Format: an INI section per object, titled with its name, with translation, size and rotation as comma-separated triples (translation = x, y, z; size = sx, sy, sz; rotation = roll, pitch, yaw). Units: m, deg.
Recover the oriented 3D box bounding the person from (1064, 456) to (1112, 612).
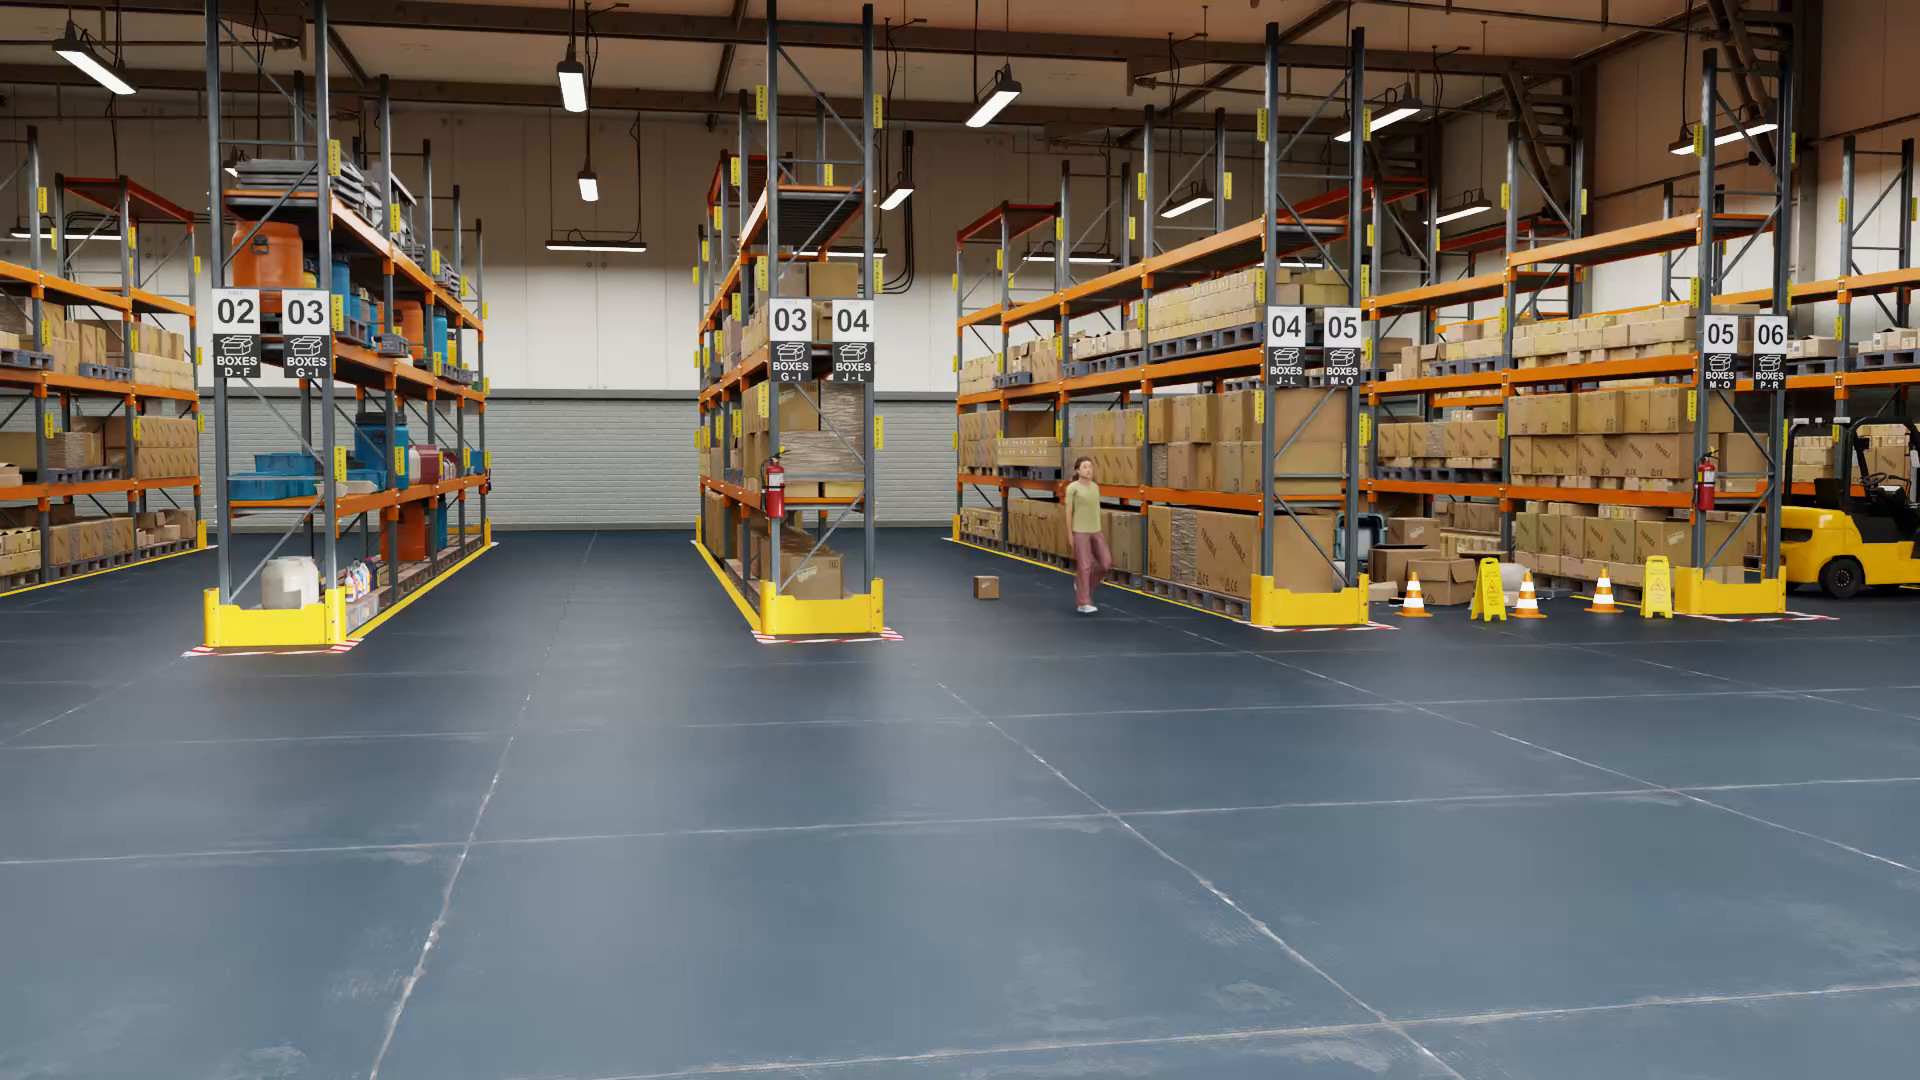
[person]
translation = 1.342, -0.061, 17.821
size = 0.465, 1.658, 0.496
rotation = -2, 4, -31
